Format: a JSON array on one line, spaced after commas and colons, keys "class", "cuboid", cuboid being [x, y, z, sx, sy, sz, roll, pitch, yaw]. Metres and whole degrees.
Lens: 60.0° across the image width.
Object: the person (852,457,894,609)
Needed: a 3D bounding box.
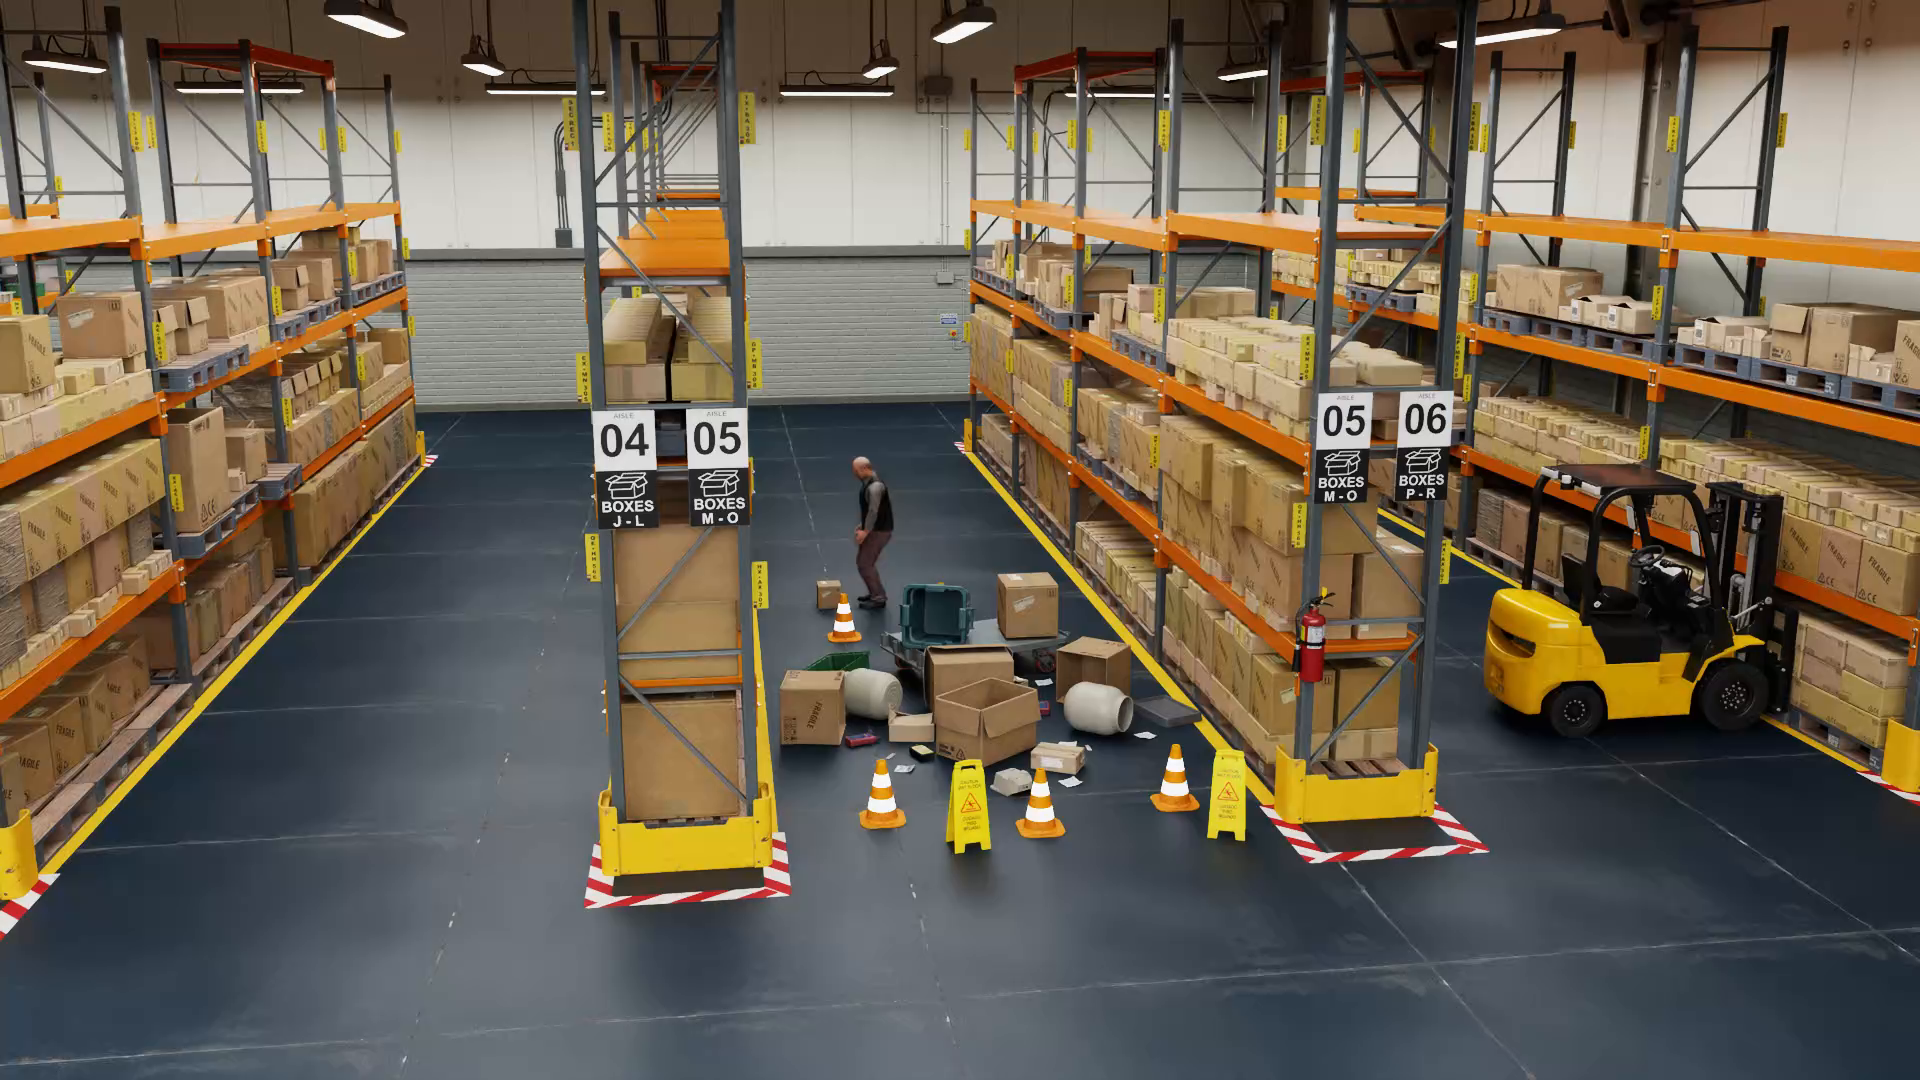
[{"class": "person", "cuboid": [-0.949, -0.092, 18.100, 0.453, 1.658, 0.563, -2, 13, -7]}]
